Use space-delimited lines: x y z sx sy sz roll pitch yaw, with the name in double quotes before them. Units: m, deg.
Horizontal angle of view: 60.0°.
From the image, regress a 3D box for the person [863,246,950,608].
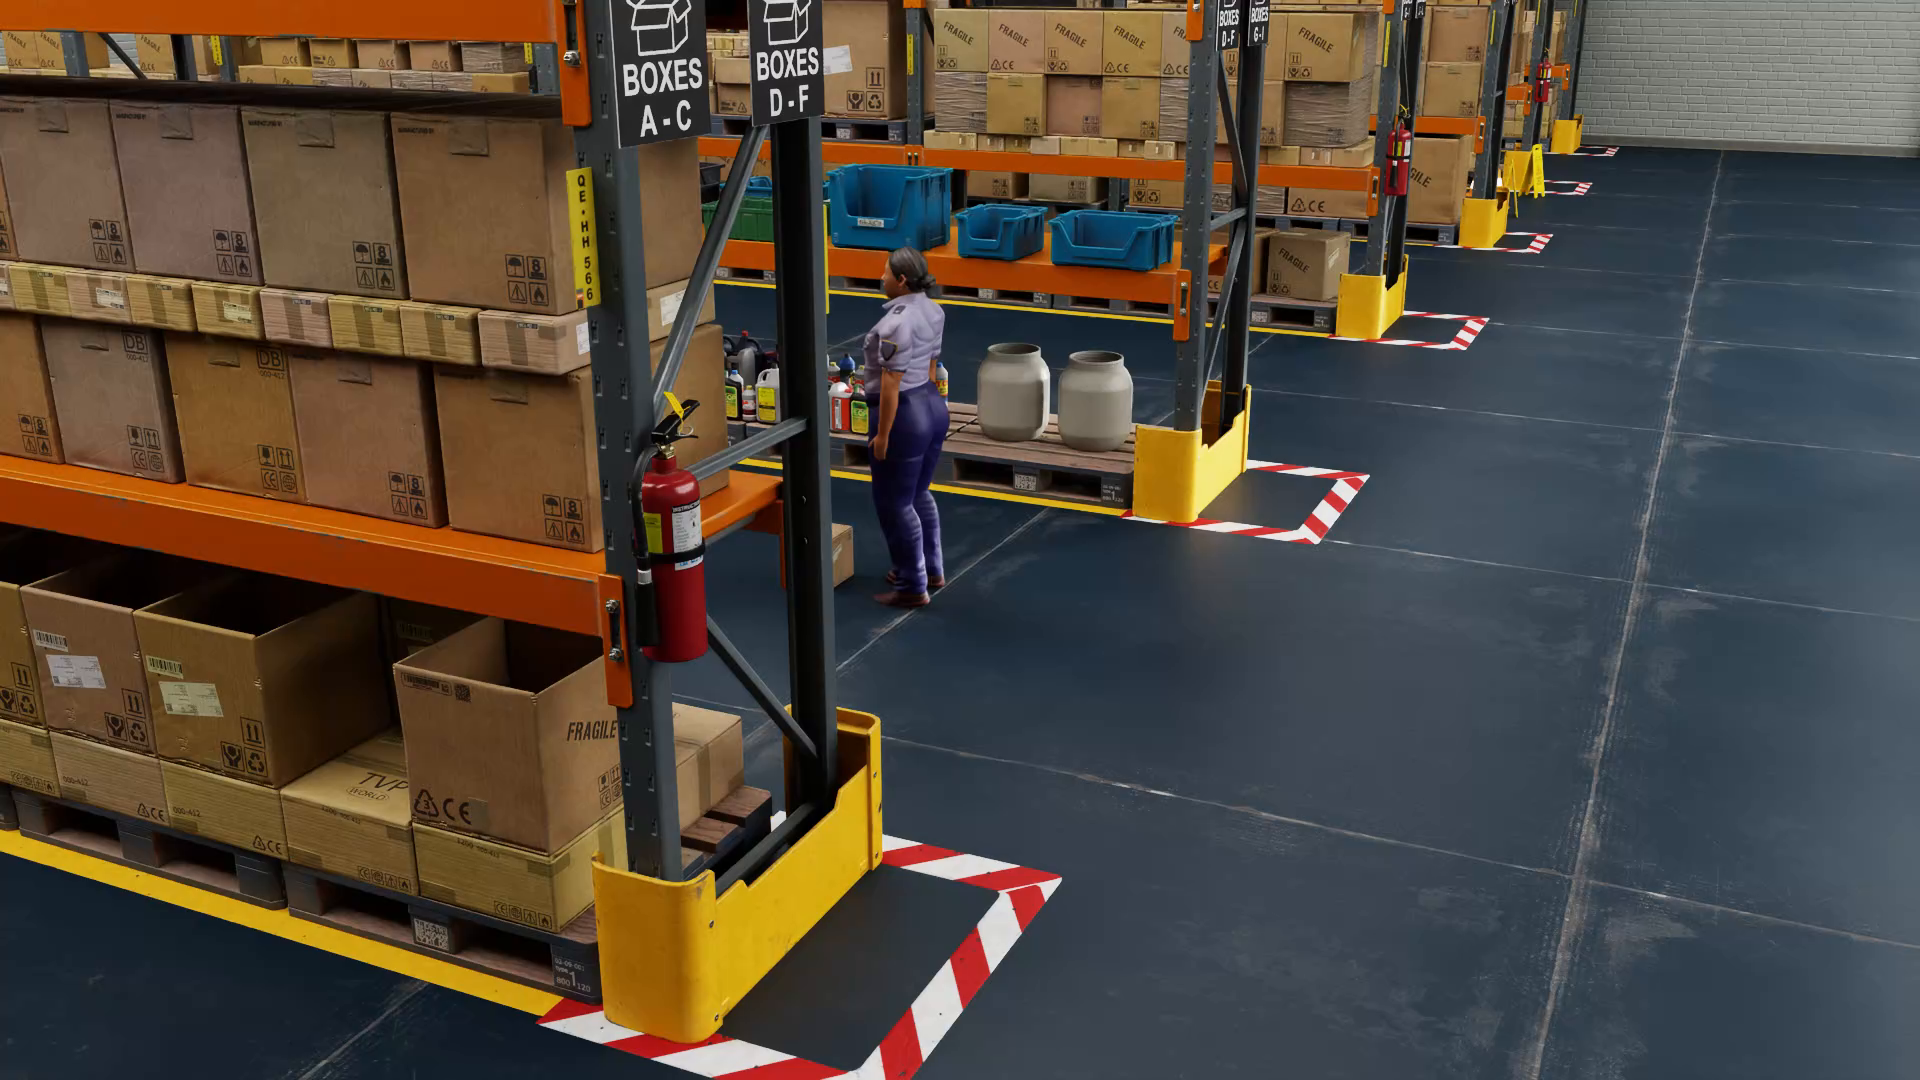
"person" -0.258 -0.508 7.592 0.344 1.667 0.466 9 21 24
